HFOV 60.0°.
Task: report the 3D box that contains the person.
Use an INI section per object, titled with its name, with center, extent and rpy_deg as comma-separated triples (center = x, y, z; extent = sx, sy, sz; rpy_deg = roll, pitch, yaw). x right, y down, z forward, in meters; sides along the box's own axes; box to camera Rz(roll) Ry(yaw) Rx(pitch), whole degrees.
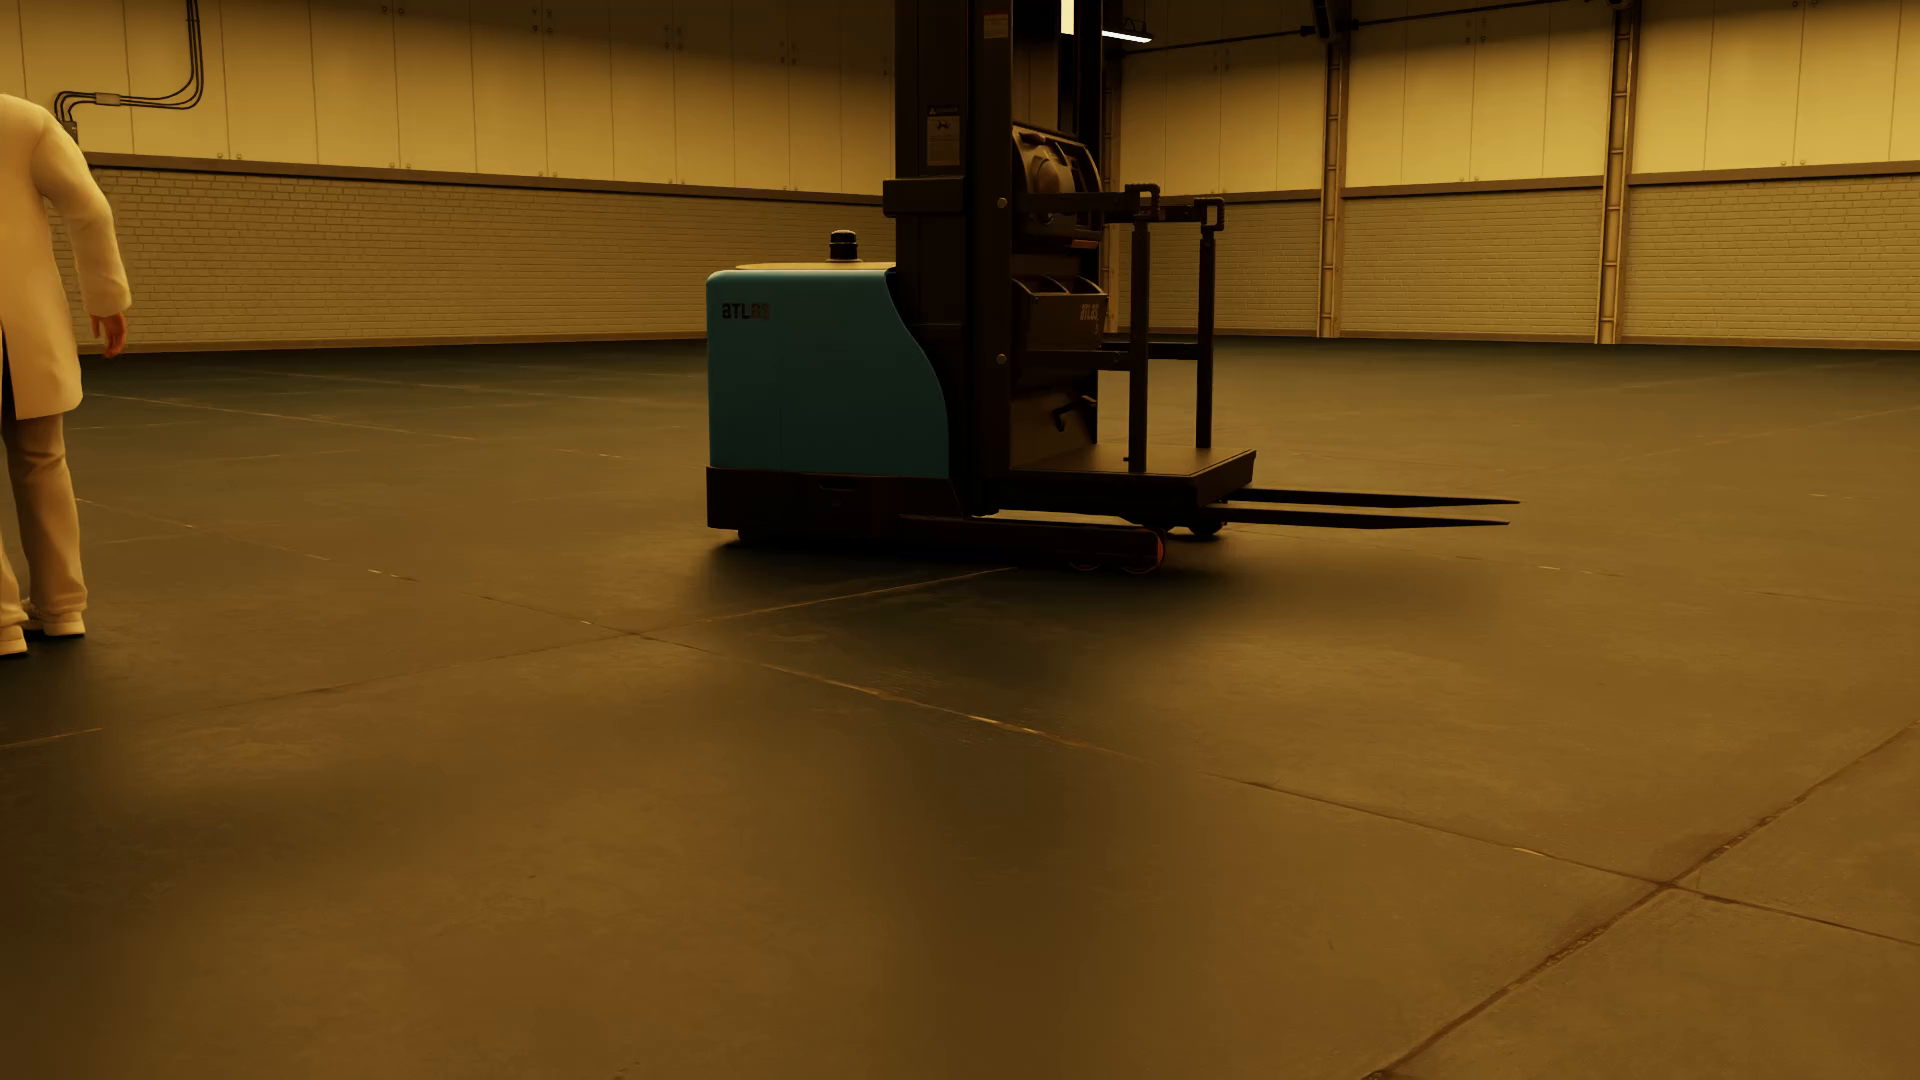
[person]
center = -2.756, -0.581, 4.638
extent = 0.528, 1.770, 0.766
rpy_deg = 8, 12, 44

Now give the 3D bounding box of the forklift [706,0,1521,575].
[forklift]
center = 0.565, -1.416, 6.275
extent = 3.031, 2.935, 1.130
rpy_deg = 3, 9, 22
